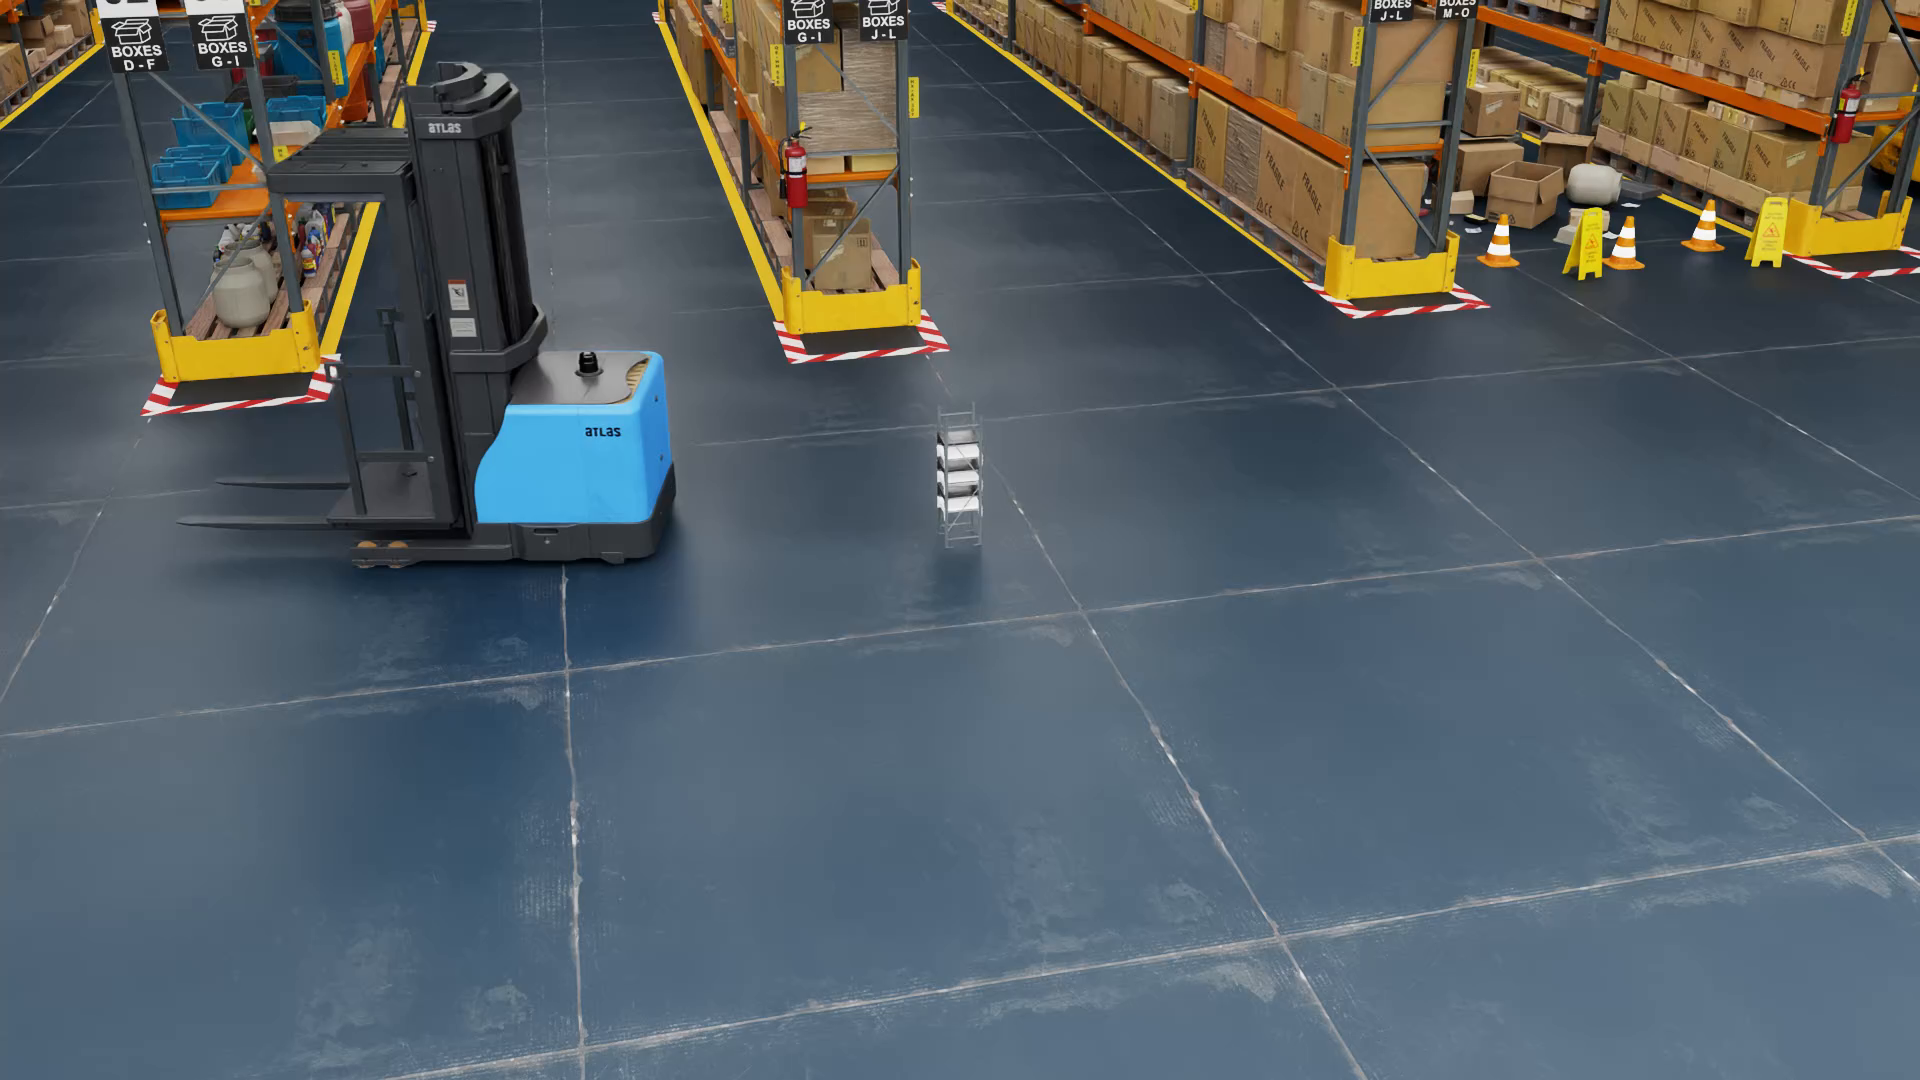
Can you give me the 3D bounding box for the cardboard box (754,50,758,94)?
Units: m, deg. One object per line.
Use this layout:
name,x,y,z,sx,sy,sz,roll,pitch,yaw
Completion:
cardboard box,-1.489,-4.491,15.878,0.875,0.500,0.500,-6,27,-12

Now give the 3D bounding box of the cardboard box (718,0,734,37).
cardboard box,-2.300,-5.935,18.599,0.797,0.503,0.637,-3,27,-6

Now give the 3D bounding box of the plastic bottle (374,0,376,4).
plastic bottle,-7.669,-7.127,21.670,0.061,0.283,0.133,-6,27,-12

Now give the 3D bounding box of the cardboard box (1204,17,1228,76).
cardboard box,3.131,-5.315,17.785,0.875,0.550,0.550,-6,27,-12

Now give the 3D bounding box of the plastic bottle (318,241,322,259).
plastic bottle,-5.971,-2.703,15.394,0.097,0.201,0.097,0,27,0

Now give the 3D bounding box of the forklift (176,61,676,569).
forklift,-3.428,-1.368,10.208,3.031,2.935,1.130,0,27,0

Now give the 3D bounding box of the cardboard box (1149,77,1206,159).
cardboard box,2.808,-4.855,19.072,1.050,0.750,0.750,-6,27,-12

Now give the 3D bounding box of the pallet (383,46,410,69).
pallet,-8.651,-7.033,24.449,1.003,0.211,1.213,-6,27,-12

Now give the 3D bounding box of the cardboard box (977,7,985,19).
cardboard box,0.499,-8.652,27.260,0.380,0.149,0.250,-6,27,-12

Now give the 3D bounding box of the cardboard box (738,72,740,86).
cardboard box,-2.064,-4.713,17.037,0.380,0.149,0.250,-6,27,-12

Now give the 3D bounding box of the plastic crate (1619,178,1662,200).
plastic crate,7.391,-3.880,18.349,0.402,0.080,0.583,-16,31,-29

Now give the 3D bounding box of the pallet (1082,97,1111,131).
pallet,2.239,-5.566,21.544,1.003,0.211,1.213,-6,27,-12

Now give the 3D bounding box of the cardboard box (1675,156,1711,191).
cardboard box,8.060,-3.945,17.822,0.500,0.250,0.500,-7,28,-13

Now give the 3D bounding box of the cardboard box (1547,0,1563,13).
cardboard box,7.316,-6.456,20.025,0.380,0.149,0.250,-6,27,-12

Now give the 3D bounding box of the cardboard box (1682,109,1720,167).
cardboard box,8.075,-4.271,17.636,0.500,0.500,0.500,-7,28,-13

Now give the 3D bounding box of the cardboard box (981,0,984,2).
cardboard box,0.534,-8.796,26.886,0.380,0.149,0.250,-7,28,-13

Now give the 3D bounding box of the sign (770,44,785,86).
sign,-1.463,-3.804,13.322,0.100,0.325,0.005,-6,27,-12

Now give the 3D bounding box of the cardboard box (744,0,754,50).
cardboard box,-1.739,-4.911,15.601,0.500,0.500,0.500,-6,27,-12

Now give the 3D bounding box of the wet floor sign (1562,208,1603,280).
wet floor sign,5.873,-2.790,15.562,0.267,0.644,0.232,-11,29,-20

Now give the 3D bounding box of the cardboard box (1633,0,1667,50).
cardboard box,7.799,-5.694,18.261,0.500,0.500,0.500,-6,27,-12

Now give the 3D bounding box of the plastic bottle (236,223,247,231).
plastic bottle,-6.755,-2.885,15.677,0.097,0.271,0.097,0,27,0

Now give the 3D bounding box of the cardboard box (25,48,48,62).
cardboard box,-13.363,-6.974,23.894,0.380,0.166,0.250,-6,27,-12

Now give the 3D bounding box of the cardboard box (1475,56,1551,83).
cardboard box,7.226,-6.154,22.064,0.950,0.372,0.625,-6,27,-13

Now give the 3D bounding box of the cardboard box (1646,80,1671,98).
cardboard box,7.793,-4.967,18.296,0.380,0.149,0.250,-5,27,-10

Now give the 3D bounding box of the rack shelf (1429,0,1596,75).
rack shelf,7.385,-6.513,21.123,1.077,0.370,4.000,-6,27,-12

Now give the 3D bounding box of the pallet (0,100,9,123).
pallet,-12.776,-5.323,21.061,1.003,0.211,1.213,-6,27,-12

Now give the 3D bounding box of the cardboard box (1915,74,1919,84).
cardboard box,12.542,-5.817,21.115,0.875,0.625,0.625,-5,27,-9

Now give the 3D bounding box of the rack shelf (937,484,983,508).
rack shelf,-0.002,-0.295,10.610,0.258,0.077,0.200,-6,27,-12

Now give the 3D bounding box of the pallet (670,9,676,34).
pallet,-4.267,-8.630,27.613,1.003,0.211,1.213,-6,27,-12

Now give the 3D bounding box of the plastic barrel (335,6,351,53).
plastic barrel,-7.012,-5.638,18.467,0.421,0.512,0.421,0,27,0

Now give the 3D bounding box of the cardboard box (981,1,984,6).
cardboard box,0.553,-8.899,27.419,0.380,0.149,0.250,-5,27,-9

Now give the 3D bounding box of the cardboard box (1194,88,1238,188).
cardboard box,3.109,-4.365,17.960,0.875,0.875,0.875,-6,27,-11

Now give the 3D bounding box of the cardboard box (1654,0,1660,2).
cardboard box,7.817,-6.138,18.031,0.700,0.500,0.500,-6,27,-11

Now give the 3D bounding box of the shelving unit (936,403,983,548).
shelving unit,-0.002,-0.405,10.554,0.258,0.900,0.210,-6,27,-12

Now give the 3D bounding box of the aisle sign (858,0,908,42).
aisle sign,-0.612,-4.357,13.169,0.394,0.787,0.004,-6,27,-12

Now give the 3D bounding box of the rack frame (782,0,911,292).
rack frame,-0.918,-3.194,13.748,1.000,3.000,0.127,-6,27,-12

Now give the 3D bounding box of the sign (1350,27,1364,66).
sign,3.405,-4.227,14.247,0.100,0.325,0.005,-6,27,-12

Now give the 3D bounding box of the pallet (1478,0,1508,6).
pallet,7.199,-7.324,22.145,1.213,0.211,1.003,-6,27,-12

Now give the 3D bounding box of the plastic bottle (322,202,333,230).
plastic bottle,-6.219,-3.207,16.227,0.144,0.351,0.185,-7,28,-13

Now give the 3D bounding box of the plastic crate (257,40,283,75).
plastic crate,-7.197,-4.892,17.131,0.392,0.384,0.575,-6,27,-12

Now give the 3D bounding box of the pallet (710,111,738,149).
pallet,-2.546,-5.118,20.655,1.003,0.211,1.213,-6,27,-12

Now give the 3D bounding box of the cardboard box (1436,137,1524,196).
cardboard box,5.656,-4.070,18.104,0.797,0.637,0.503,-6,27,-12

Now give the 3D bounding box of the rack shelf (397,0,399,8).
rack shelf,-8.899,-8.516,25.091,1.077,0.370,4.000,-6,27,-12

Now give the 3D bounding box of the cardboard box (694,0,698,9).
cardboard box,-3.180,-7.161,21.498,0.500,0.500,0.500,-6,27,-12

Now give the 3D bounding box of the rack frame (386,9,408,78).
rack frame,-8.448,-7.959,23.189,1.000,3.000,0.127,-6,27,-12

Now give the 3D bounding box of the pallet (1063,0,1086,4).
pallet,1.870,-7.381,22.258,1.213,0.211,1.003,-6,27,-12

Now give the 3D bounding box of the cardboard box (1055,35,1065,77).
cardboard box,1.618,-6.727,23.057,0.500,0.500,0.500,-5,27,-10

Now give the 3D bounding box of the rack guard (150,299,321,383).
rack guard,-5.806,-1.603,13.372,1.175,0.500,0.348,-6,27,-12

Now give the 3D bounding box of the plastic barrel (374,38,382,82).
plastic barrel,-8.182,-6.658,22.475,0.600,0.901,0.708,-6,27,-12

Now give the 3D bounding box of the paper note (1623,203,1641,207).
paper note,7.201,-3.598,17.845,0.142,0.019,0.148,-16,31,-29

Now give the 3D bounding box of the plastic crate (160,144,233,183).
plastic crate,-6.289,-3.099,13.727,0.499,0.251,0.408,-6,27,-12

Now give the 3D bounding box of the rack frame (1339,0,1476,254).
rack frame,3.937,-3.653,14.658,1.000,3.000,0.127,-6,27,-12

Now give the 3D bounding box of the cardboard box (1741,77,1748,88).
cardboard box,8.234,-4.682,16.975,0.380,0.149,0.250,-6,27,-11

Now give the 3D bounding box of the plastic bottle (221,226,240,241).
plastic bottle,-6.687,-2.713,15.248,0.144,0.351,0.185,-5,27,-9

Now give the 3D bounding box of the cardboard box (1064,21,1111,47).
cardboard box,1.725,-6.845,22.458,0.500,0.250,0.500,-7,28,-13

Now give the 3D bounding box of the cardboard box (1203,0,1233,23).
cardboard box,3.085,-5.793,17.533,0.875,0.550,0.550,-6,27,-12

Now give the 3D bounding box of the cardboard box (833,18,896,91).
cardboard box,-0.776,-4.087,13.967,0.500,0.500,0.500,-6,27,-12

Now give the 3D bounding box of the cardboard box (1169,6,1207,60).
cardboard box,2.658,-5.656,18.515,0.500,0.500,0.500,-6,27,-12

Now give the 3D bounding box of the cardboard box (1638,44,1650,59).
cardboard box,7.791,-5.454,18.505,0.380,0.149,0.250,-6,27,-12
